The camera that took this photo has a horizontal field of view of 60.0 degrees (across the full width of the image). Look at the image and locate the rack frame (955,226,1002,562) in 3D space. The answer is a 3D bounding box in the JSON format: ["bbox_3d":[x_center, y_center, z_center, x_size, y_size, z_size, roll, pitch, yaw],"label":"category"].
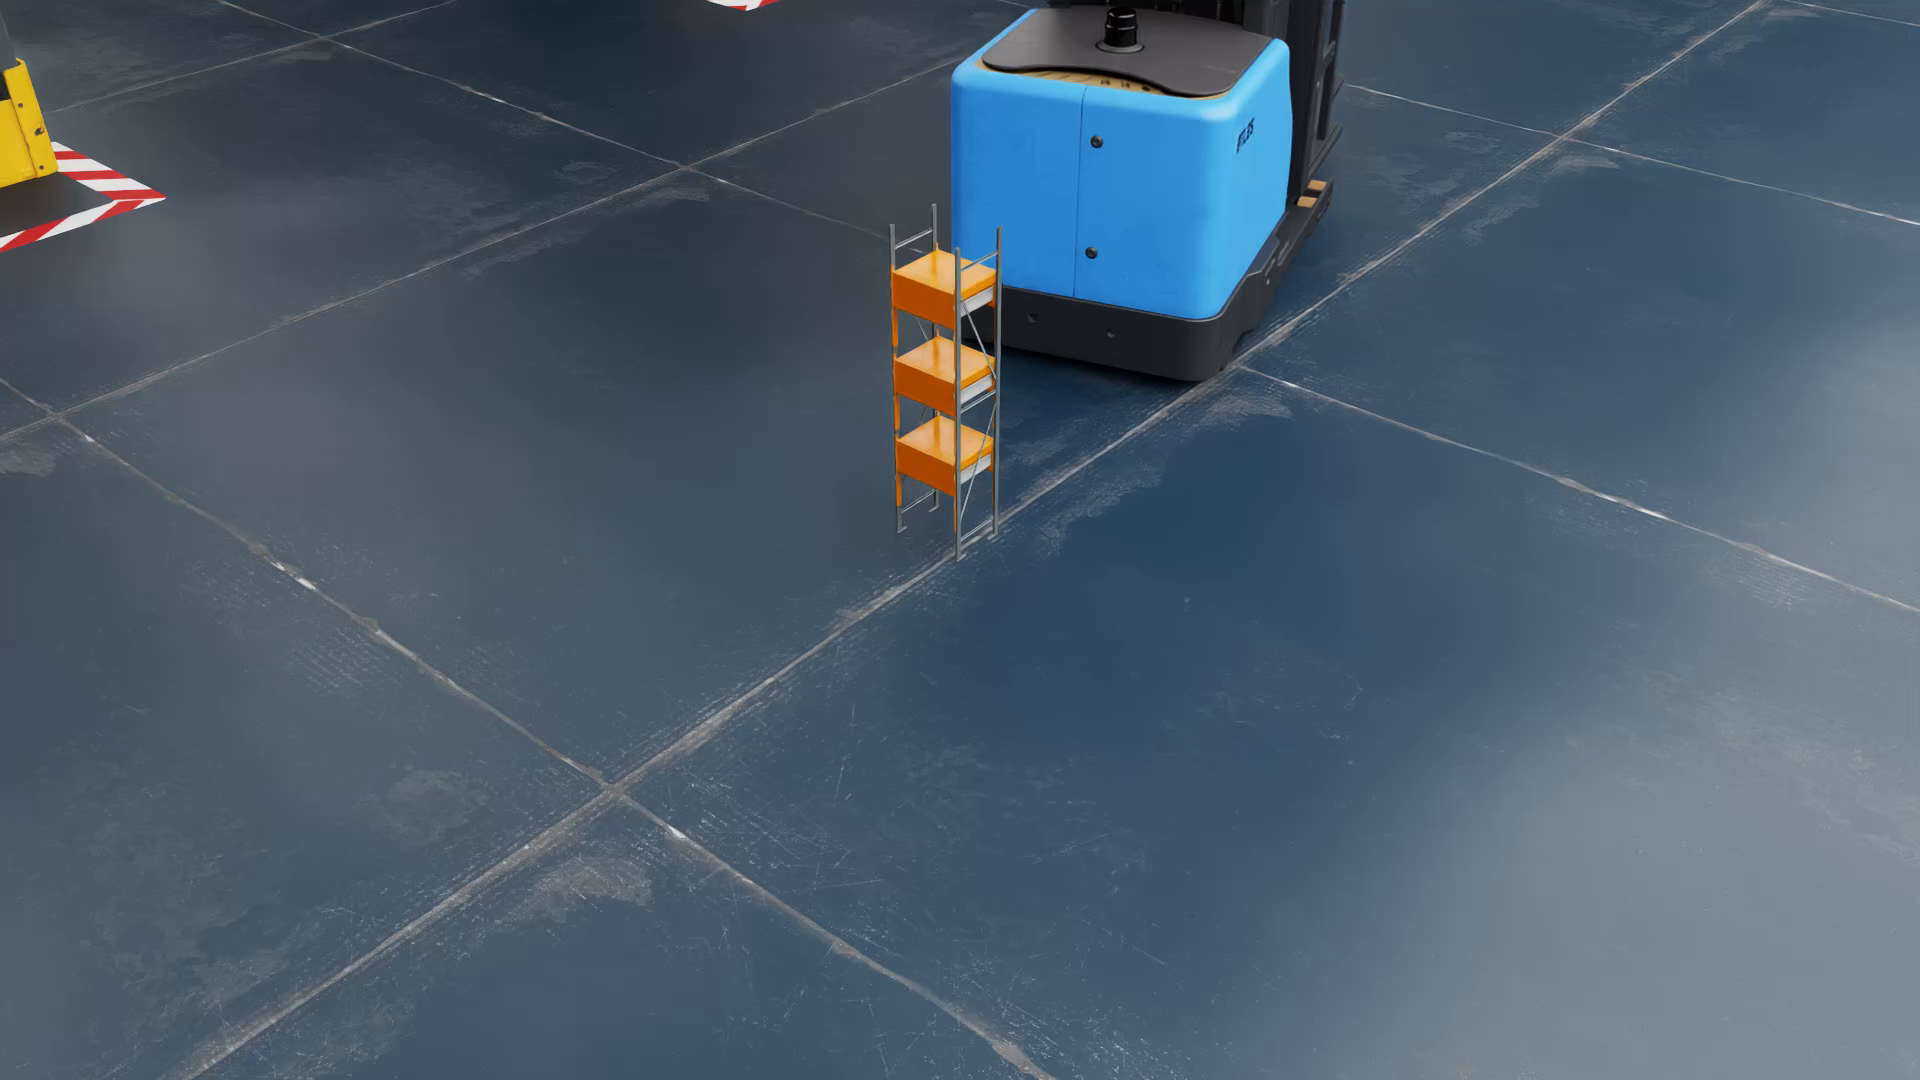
[{"bbox_3d":[0.053,-0.408,4.917,0.008,1.050,0.200,25,42,32],"label":"rack frame"}]

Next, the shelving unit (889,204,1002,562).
[{"bbox_3d":[-0.041,-0.452,4.981,0.252,1.050,0.215,25,42,32],"label":"shelving unit"}]

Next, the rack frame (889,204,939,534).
[{"bbox_3d":[-0.135,-0.496,5.045,0.008,1.050,0.200,25,42,32],"label":"rack frame"}]

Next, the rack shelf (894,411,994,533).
[{"bbox_3d":[-0.041,-0.214,5.144,0.240,0.259,0.215,25,42,32],"label":"rack shelf"}]

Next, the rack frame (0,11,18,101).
[{"bbox_3d":[-4.602,-2.766,6.629,0.127,3.000,1.000,25,42,32],"label":"rack frame"}]

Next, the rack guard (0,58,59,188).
[{"bbox_3d":[-4.691,-1.743,7.347,0.348,0.500,1.175,25,42,32],"label":"rack guard"}]

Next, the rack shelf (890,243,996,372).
[{"bbox_3d":[-0.041,-0.677,4.826,0.240,0.259,0.215,25,42,32],"label":"rack shelf"}]

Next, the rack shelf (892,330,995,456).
[{"bbox_3d":[-0.041,-0.443,4.987,0.240,0.259,0.215,25,42,32],"label":"rack shelf"}]

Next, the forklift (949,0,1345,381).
[{"bbox_3d":[0.992,-2.603,6.451,1.130,2.935,3.031,13,37,19],"label":"forklift"}]
